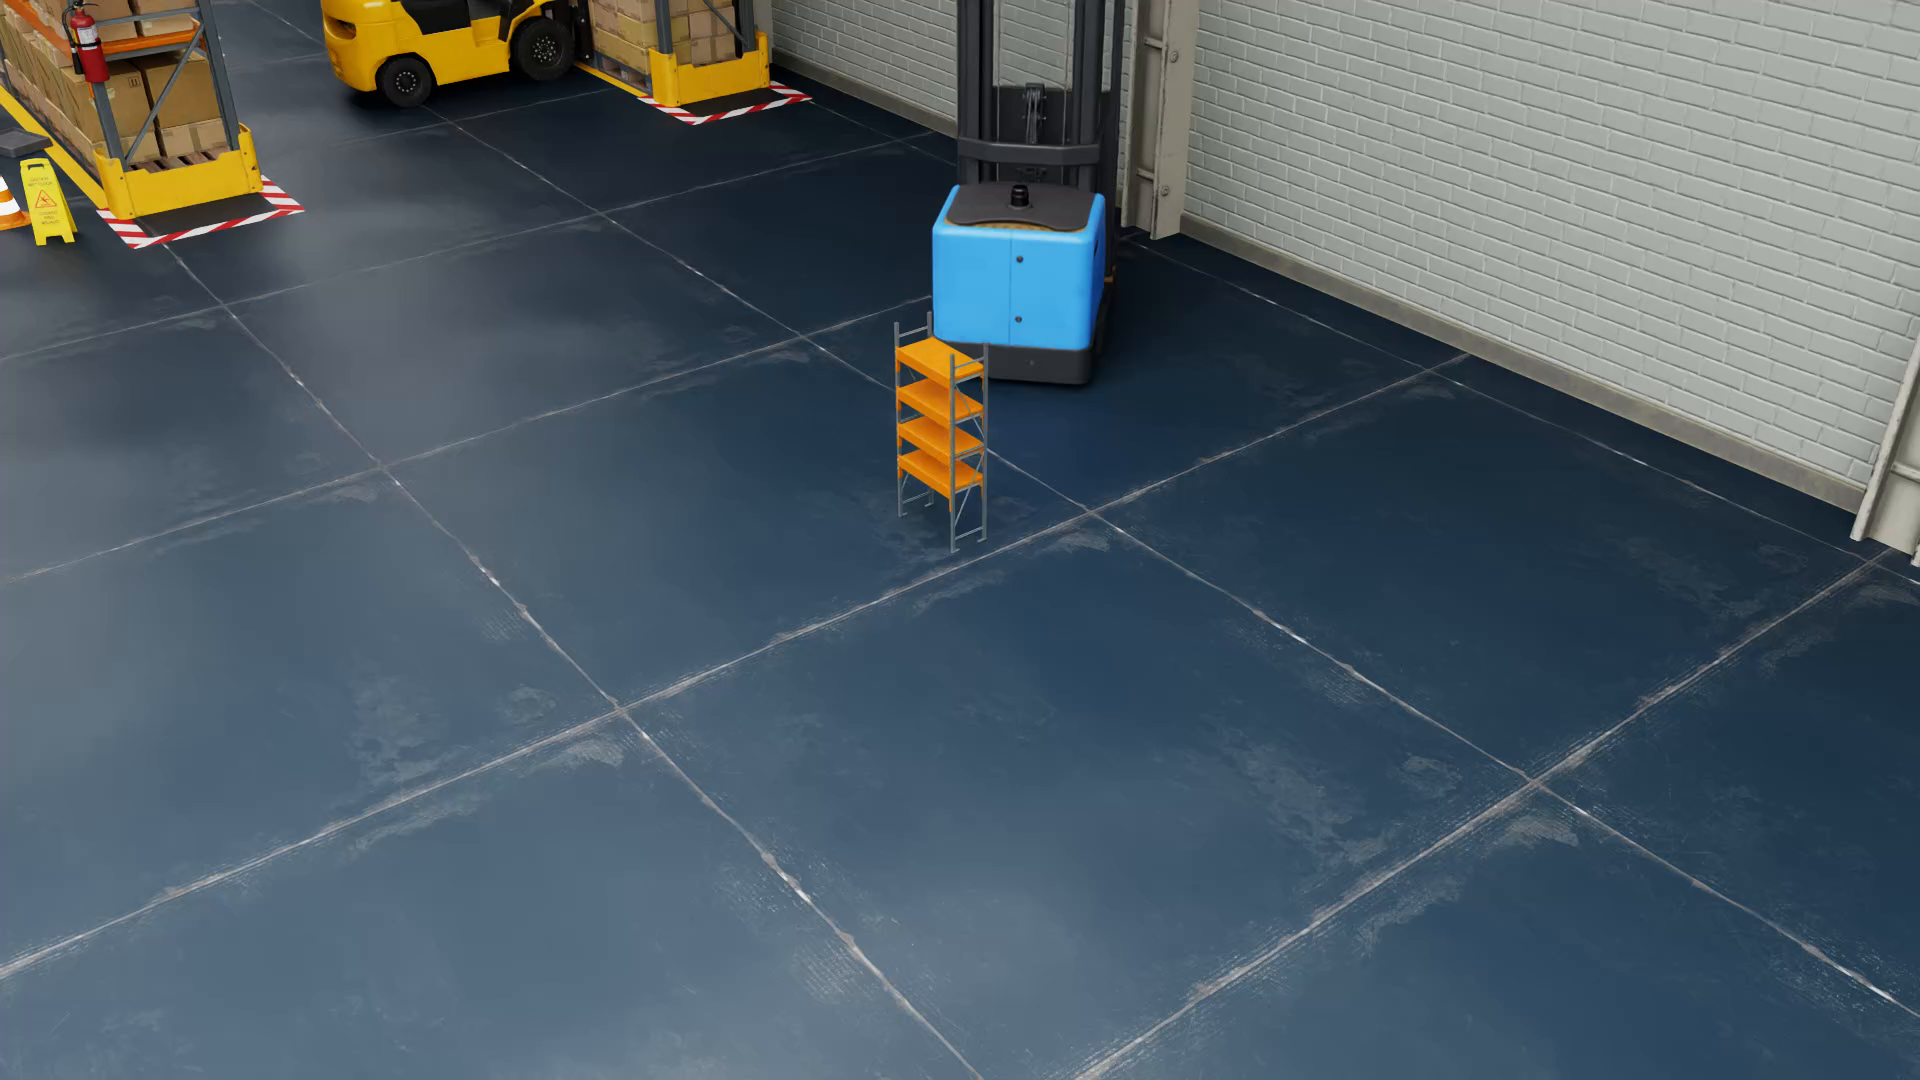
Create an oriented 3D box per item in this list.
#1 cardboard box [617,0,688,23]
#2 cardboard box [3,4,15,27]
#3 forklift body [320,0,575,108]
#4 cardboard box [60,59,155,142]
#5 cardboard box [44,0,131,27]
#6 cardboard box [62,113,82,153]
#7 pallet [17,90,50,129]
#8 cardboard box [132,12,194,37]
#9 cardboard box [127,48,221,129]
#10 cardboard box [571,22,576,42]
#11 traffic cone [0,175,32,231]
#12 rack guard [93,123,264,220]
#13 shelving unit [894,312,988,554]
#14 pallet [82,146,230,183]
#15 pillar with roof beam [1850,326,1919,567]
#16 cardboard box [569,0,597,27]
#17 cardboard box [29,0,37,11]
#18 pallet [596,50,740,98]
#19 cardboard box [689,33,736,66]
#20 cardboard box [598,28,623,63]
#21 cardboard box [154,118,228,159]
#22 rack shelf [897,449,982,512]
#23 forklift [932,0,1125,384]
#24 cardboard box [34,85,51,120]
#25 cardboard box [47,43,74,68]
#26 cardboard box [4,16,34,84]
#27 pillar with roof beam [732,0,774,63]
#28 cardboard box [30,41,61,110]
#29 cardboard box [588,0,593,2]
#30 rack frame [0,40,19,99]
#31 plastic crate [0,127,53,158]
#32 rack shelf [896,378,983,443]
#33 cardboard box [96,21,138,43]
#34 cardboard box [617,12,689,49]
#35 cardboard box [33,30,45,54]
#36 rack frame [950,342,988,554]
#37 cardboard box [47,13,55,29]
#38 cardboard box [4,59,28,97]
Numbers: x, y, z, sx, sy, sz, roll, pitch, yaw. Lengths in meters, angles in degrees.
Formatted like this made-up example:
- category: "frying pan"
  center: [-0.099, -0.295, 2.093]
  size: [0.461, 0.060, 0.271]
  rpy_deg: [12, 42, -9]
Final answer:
- category: "cardboard box"
  center: [-2.970, -5.202, 16.043]
  size: [0.500, 0.250, 0.500]
  rpy_deg: [-21, 37, -30]
- category: "cardboard box"
  center: [-8.318, -4.722, 14.892]
  size: [0.380, 0.149, 0.250]
  rpy_deg: [-21, 37, -30]
- category: "forklift body"
  center: [-5.045, -5.516, 16.092]
  size: [2.313, 2.155, 1.214]
  rpy_deg: [-22, 38, -31]
- category: "cardboard box"
  center: [-7.057, -3.647, 13.776]
  size: [0.500, 0.500, 0.500]
  rpy_deg: [-22, 38, -31]
- category: "cardboard box"
  center: [-6.910, -4.374, 13.074]
  size: [0.500, 0.500, 0.500]
  rpy_deg: [-23, 39, -32]
- category: "cardboard box"
  center: [-7.379, -3.547, 14.326]
  size: [0.500, 0.250, 0.500]
  rpy_deg: [-22, 38, -31]
- category: "pallet"
  center: [-8.373, -4.283, 15.945]
  size: [1.003, 0.211, 1.213]
  rpy_deg: [-22, 38, -31]
- category: "cardboard box"
  center: [-6.405, -4.170, 13.360]
  size: [0.380, 0.149, 0.250]
  rpy_deg: [-22, 38, -31]
- category: "cardboard box"
  center: [-6.651, -3.833, 14.076]
  size: [0.500, 0.500, 0.500]
  rpy_deg: [-24, 39, -33]
- category: "cardboard box"
  center: [-3.912, -5.411, 17.327]
  size: [0.500, 0.250, 0.500]
  rpy_deg: [-21, 38, -30]
- category: "traffic cone"
  center: [-7.642, -2.753, 13.244]
  size: [0.336, 0.463, 0.334]
  rpy_deg: [-22, 38, -31]
- category: "rack guard"
  center: [-6.406, -3.038, 13.668]
  size: [1.175, 0.500, 0.348]
  rpy_deg: [-22, 38, -31]
- category: "shelving unit"
  center: [-0.102, -0.579, 9.044]
  size: [0.258, 1.200, 0.503]
  rpy_deg: [-22, 38, -31]
- category: "pallet"
  center: [-6.877, -3.266, 14.308]
  size: [1.003, 0.211, 1.213]
  rpy_deg: [-22, 38, -31]
- category: "pillar with roof beam"
  center: [1.802, -2.412, 4.605]
  size: [9.100, 9.000, 0.400]
  rpy_deg: [-22, 38, -31]
- category: "cardboard box"
  center: [-3.619, -5.421, 16.870]
  size: [0.500, 0.250, 0.500]
  rpy_deg: [-23, 39, -32]
- category: "cardboard box"
  center: [-7.598, -4.559, 13.985]
  size: [0.380, 0.149, 0.250]
  rpy_deg: [-23, 38, -32]
- category: "pallet"
  center: [-2.943, -4.797, 16.773]
  size: [1.003, 0.211, 1.213]
  rpy_deg: [-22, 38, -31]
- category: "cardboard box"
  center: [-2.588, -4.954, 16.592]
  size: [0.500, 0.250, 0.500]
  rpy_deg: [-22, 38, -31]
- category: "cardboard box"
  center: [-3.276, -4.990, 16.650]
  size: [0.500, 0.250, 0.500]
  rpy_deg: [-22, 38, -31]
- category: "cardboard box"
  center: [-6.636, -3.505, 14.258]
  size: [0.500, 0.250, 0.500]
  rpy_deg: [-23, 38, -32]
- category: "rack shelf"
  center: [-0.102, -0.353, 9.185]
  size: [0.258, 0.148, 0.480]
  rpy_deg: [-22, 38, -31]
- category: "forklift"
  center: [0.564, -3.013, 11.323]
  size: [1.130, 2.935, 3.031]
  rpy_deg: [5, 32, 8]
- category: "cardboard box"
  center: [-8.000, -3.974, 15.013]
  size: [0.500, 0.250, 0.500]
  rpy_deg: [-23, 38, -32]
- category: "cardboard box"
  center: [-7.335, -4.054, 13.816]
  size: [0.380, 0.149, 0.250]
  rpy_deg: [-21, 38, -30]
- category: "cardboard box"
  center: [-8.327, -4.512, 15.169]
  size: [0.500, 0.500, 0.500]
  rpy_deg: [-21, 37, -30]
- category: "pillar with roof beam"
  center: [-5.557, -7.414, 12.657]
  size: [9.100, 9.000, 0.400]
  rpy_deg: [-22, 38, -31]
- category: "cardboard box"
  center: [-7.684, -4.076, 14.467]
  size: [0.500, 0.500, 0.500]
  rpy_deg: [-23, 39, -32]
- category: "cardboard box"
  center: [-3.605, -5.620, 16.716]
  size: [0.500, 0.250, 0.500]
  rpy_deg: [-22, 38, -31]
- category: "rack frame"
  center: [-8.813, -5.736, 15.642]
  size: [1.000, 3.000, 0.127]
  rpy_deg: [-22, 38, -31]
- category: "plastic crate"
  center: [-8.498, -3.576, 14.931]
  size: [0.583, 0.080, 0.402]
  rpy_deg: [18, 36, 27]
- category: "rack shelf"
  center: [-0.102, -0.712, 8.962]
  size: [0.258, 0.148, 0.480]
  rpy_deg: [-22, 38, -31]
- category: "cardboard box"
  center: [-6.758, -4.049, 13.164]
  size: [0.380, 0.149, 0.250]
  rpy_deg: [-21, 37, -30]
- category: "cardboard box"
  center: [-2.987, -5.000, 16.192]
  size: [0.500, 0.250, 0.500]
  rpy_deg: [-23, 38, -32]
- category: "cardboard box"
  center: [-7.647, -4.270, 14.165]
  size: [0.380, 0.149, 0.250]
  rpy_deg: [-21, 37, -29]
- category: "rack frame"
  center: [0.048, -0.477, 8.881]
  size: [0.240, 1.200, 0.015]
  rpy_deg: [-22, 38, -31]
- category: "cardboard box"
  center: [-7.141, -4.232, 13.459]
  size: [0.380, 0.149, 0.250]
  rpy_deg: [-23, 39, -32]
- category: "cardboard box"
  center: [-8.664, -4.413, 15.720]
  size: [0.500, 0.250, 0.500]
  rpy_deg: [-24, 39, -33]
